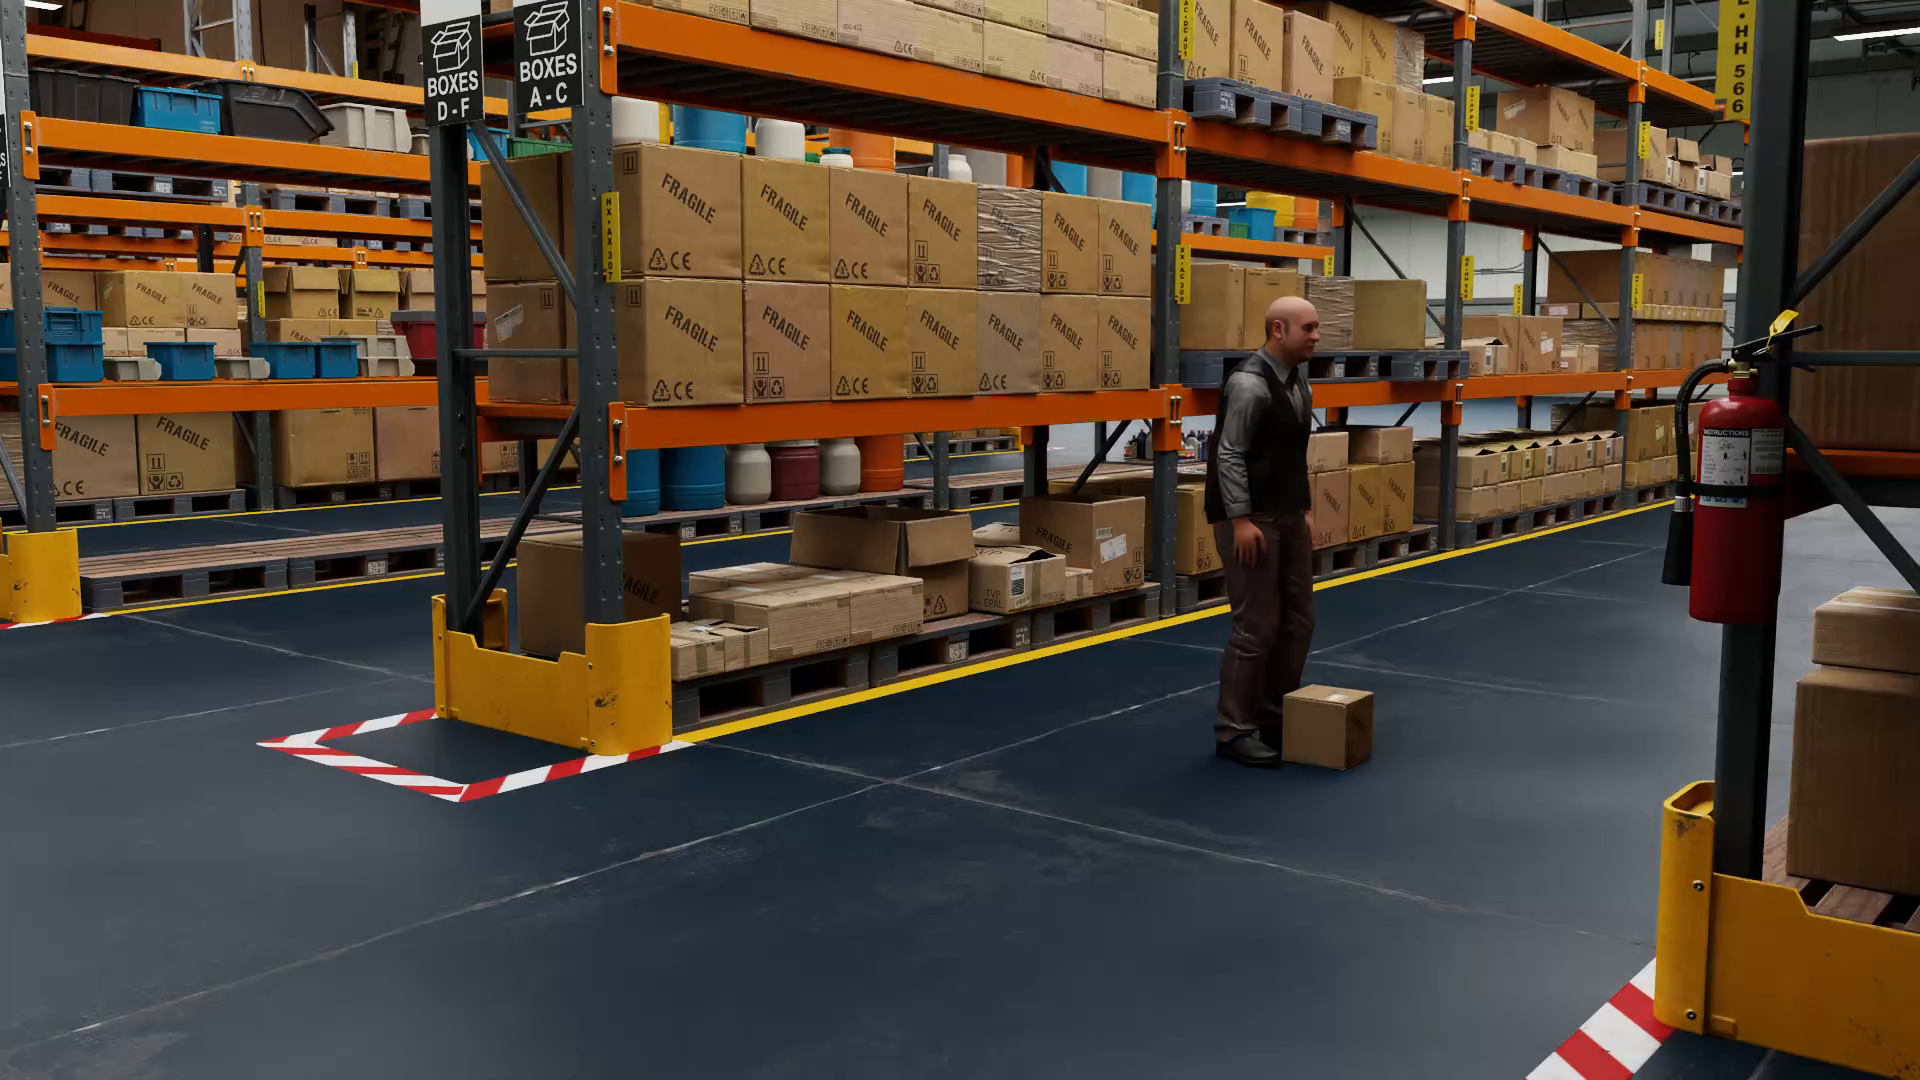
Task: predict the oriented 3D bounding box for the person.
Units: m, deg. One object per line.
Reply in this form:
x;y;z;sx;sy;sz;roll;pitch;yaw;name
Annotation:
1.167;-0.052;6.275;0.461;1.721;0.582;5;8;38;person
